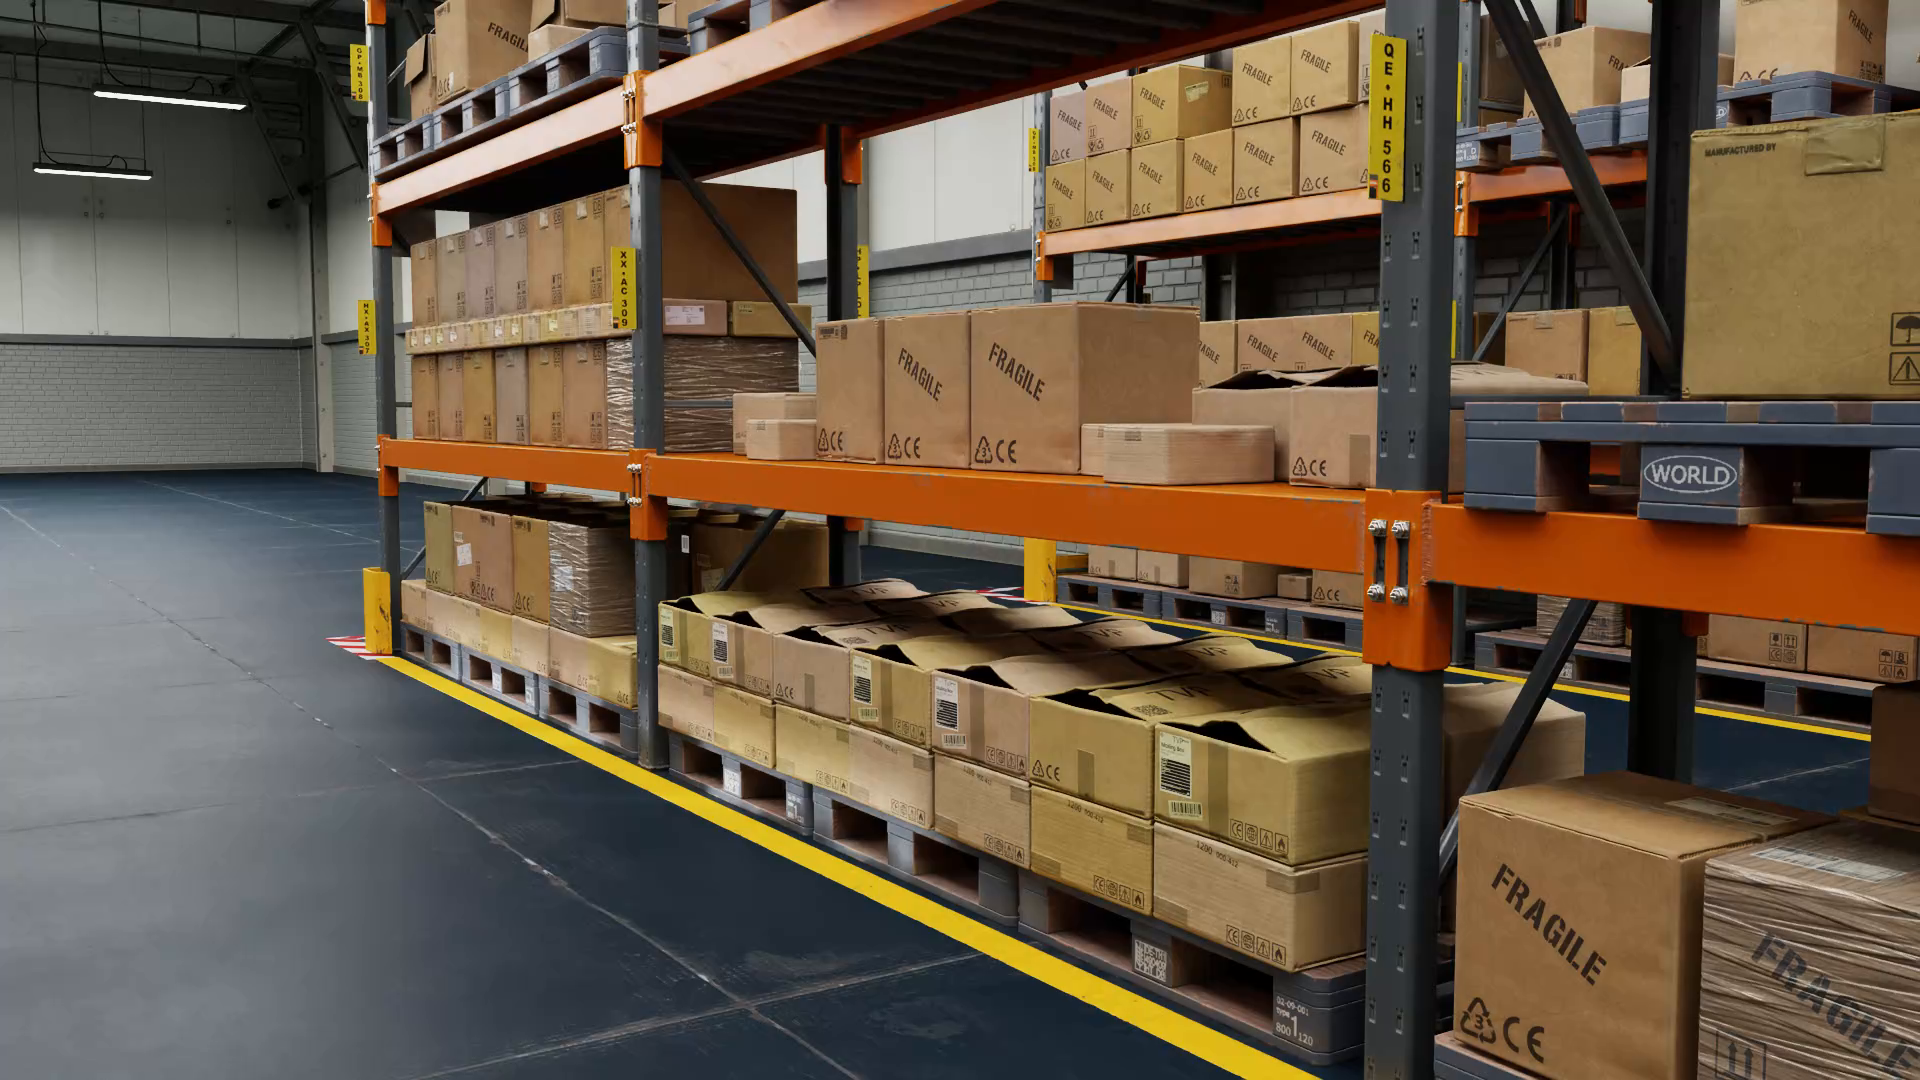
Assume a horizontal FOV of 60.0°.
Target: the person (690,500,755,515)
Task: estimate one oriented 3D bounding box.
[{"bbox_3d":[-1.614,-0.268,11.042,0.538,1.793,0.807,-3,6,-37],"label":"person"}]
